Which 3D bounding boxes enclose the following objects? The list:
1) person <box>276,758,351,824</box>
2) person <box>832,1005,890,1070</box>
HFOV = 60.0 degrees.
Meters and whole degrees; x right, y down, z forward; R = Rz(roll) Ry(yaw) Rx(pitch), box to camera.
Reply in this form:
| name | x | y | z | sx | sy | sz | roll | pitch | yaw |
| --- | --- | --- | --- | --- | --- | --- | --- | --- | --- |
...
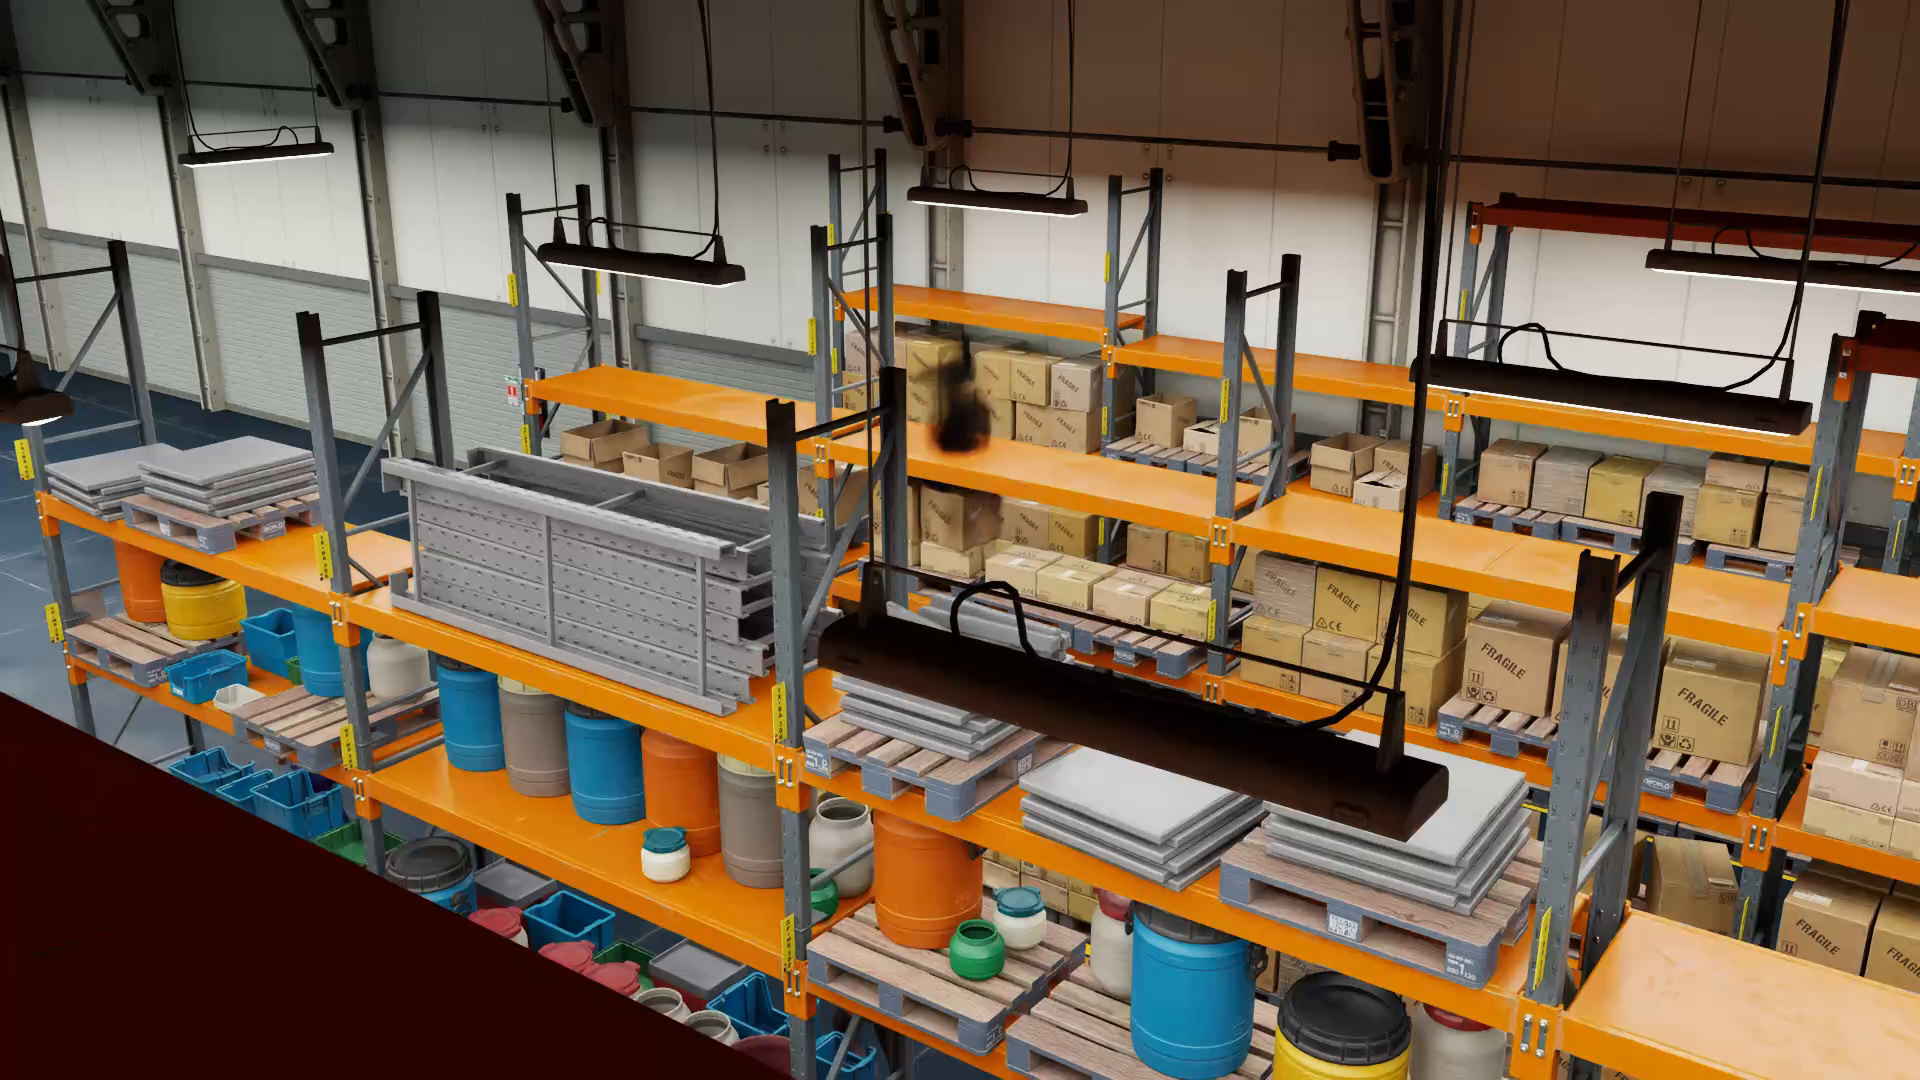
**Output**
| name | x | y | z | sx | sy | sz | roll | pitch | yaw |
| --- | --- | --- | --- | --- | --- | --- | --- | --- | --- |
| person | -6.146 | 2.230 | 15.927 | 0.825 | 1.612 | 0.766 | 10 | 21 | 27 |
| person | -0.674 | 3.377 | 12.333 | 0.631 | 1.753 | 0.811 | -16 | 24 | -40 |
